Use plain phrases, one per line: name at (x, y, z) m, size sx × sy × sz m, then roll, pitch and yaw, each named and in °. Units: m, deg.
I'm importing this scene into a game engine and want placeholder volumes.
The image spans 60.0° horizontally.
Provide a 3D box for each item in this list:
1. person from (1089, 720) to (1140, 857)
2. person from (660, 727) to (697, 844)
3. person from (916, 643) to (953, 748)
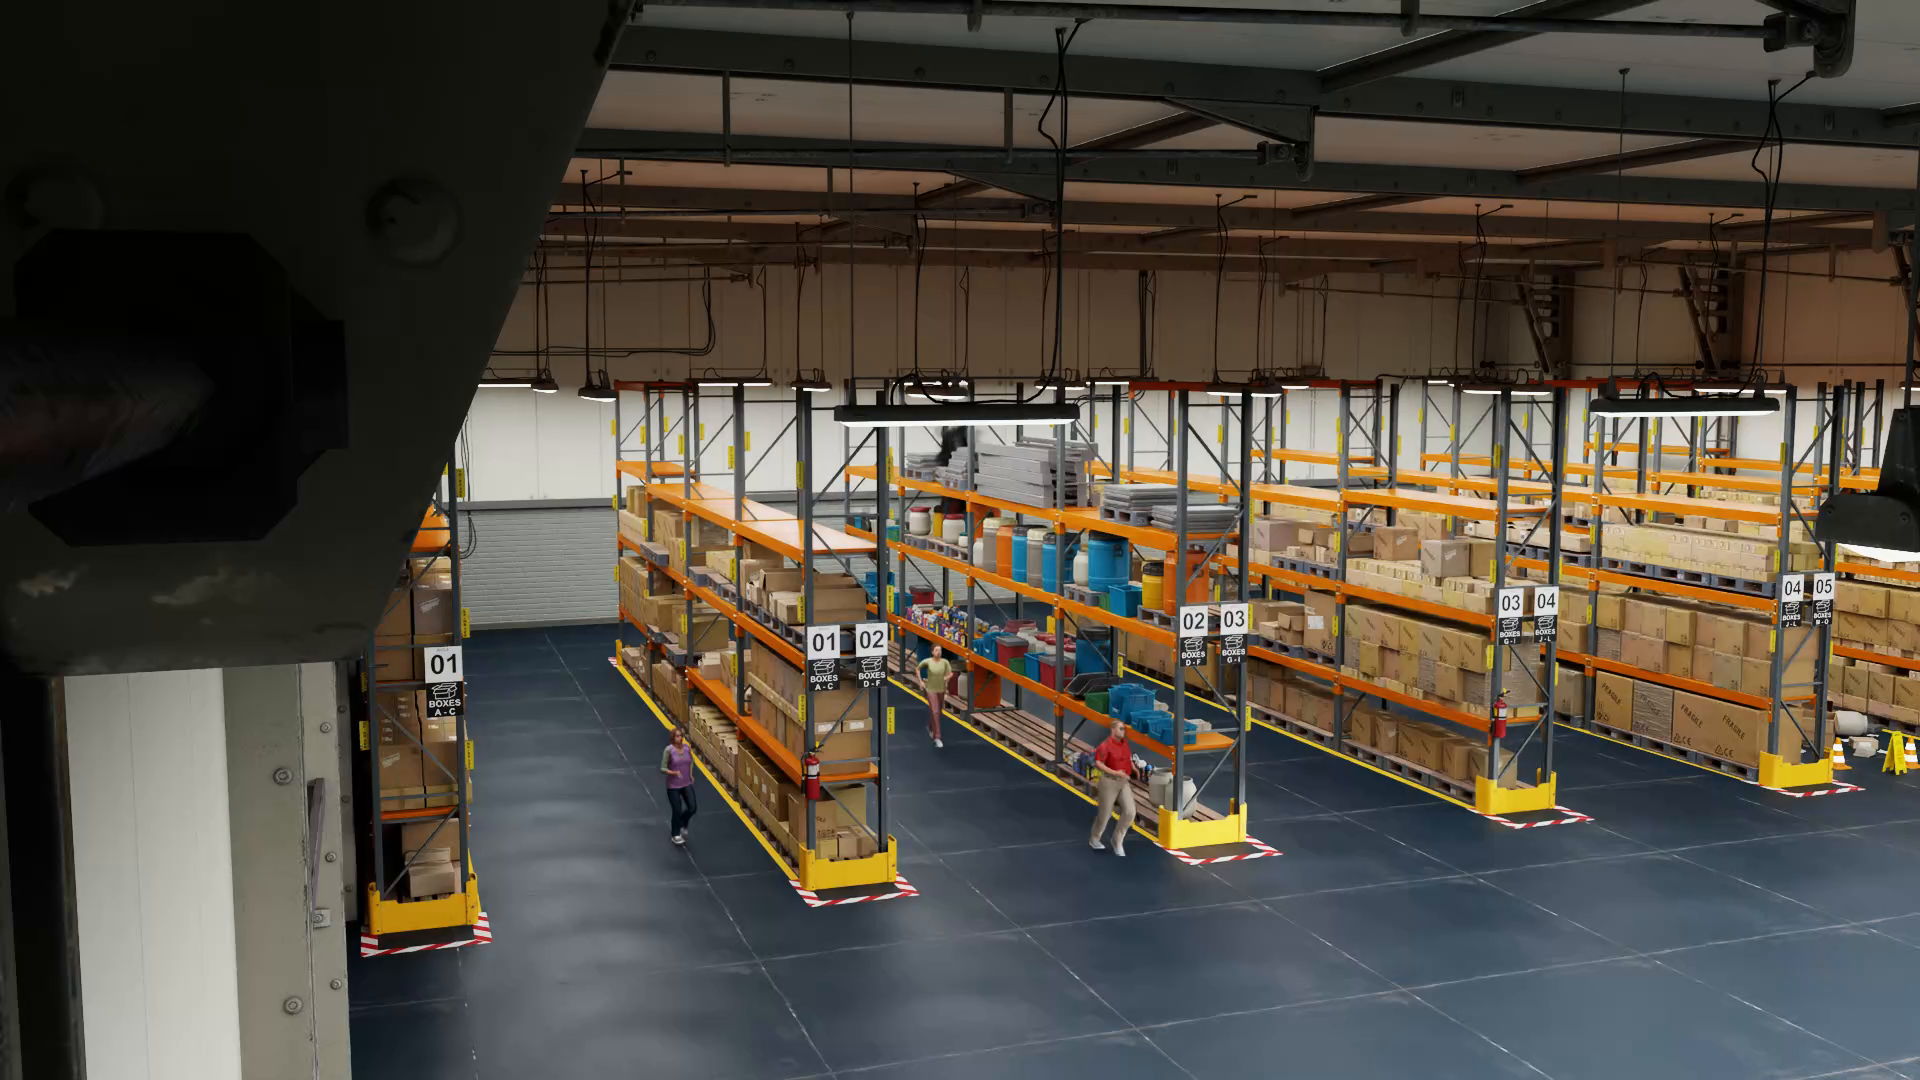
person at (2.049, 3.224, 21.602) m, size 0.725 × 1.779 × 0.617 m, roll -4°, pitch 8°, yaw -36°
person at (-3.654, 3.248, 21.822) m, size 0.522 × 1.538 × 0.555 m, roll -4°, pitch 7°, yaw -32°
person at (-0.396, 2.546, 27.745) m, size 0.578 × 1.680 × 0.882 m, roll -3°, pitch 7°, yaw -23°
